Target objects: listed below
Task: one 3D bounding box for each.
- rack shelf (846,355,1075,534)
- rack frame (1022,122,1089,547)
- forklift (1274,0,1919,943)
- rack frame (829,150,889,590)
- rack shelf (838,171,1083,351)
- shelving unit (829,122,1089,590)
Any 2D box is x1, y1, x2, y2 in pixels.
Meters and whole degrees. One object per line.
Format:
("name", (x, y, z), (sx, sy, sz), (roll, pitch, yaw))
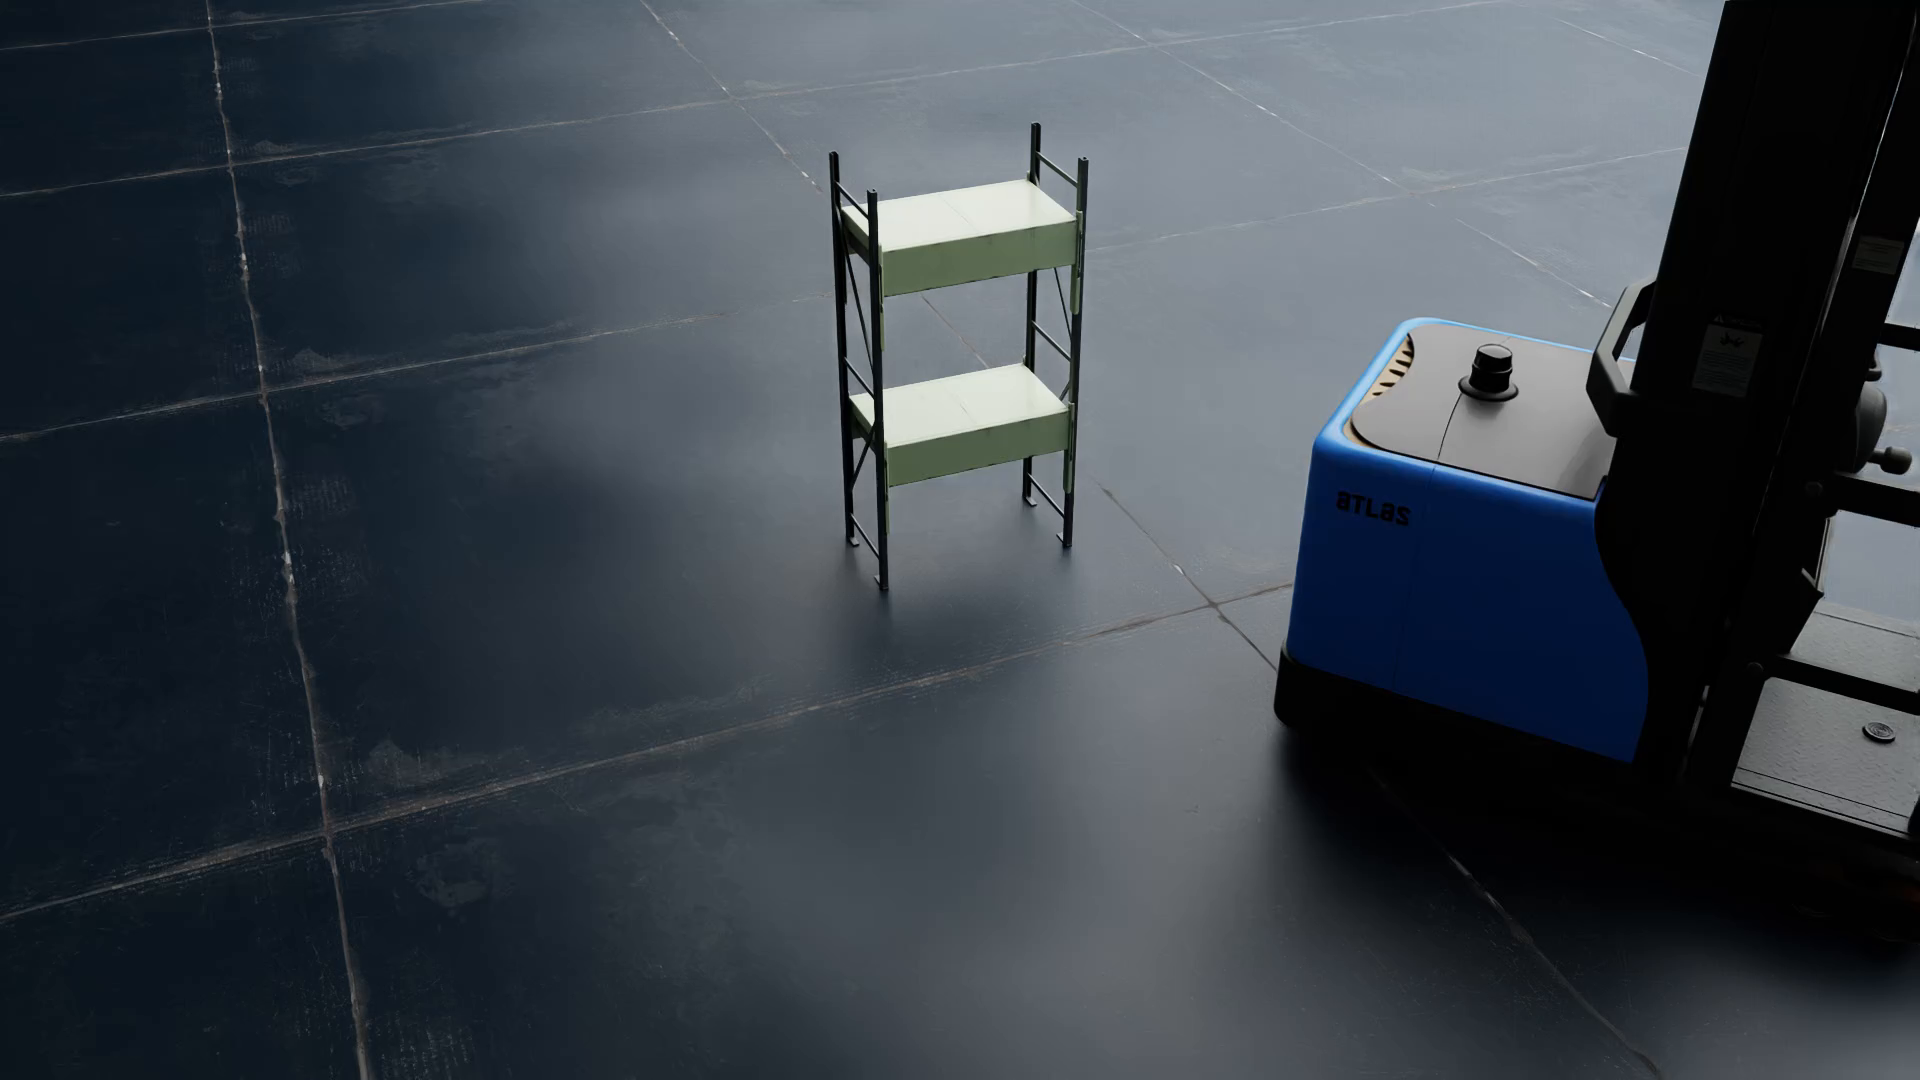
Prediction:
("rack shelf", (-0.006, -0.354, 6.017), (0.720, 0.370, 0.431), (-13, 35, -19))
("rack frame", (0.331, -0.704, 5.958), (0.023, 1.500, 0.400), (-13, 35, -19))
("forklift", (2.542, -0.461, 4.272), (3.031, 2.935, 1.130), (16, 36, 23))
("rack frame", (-0.344, -0.550, 5.720), (0.023, 1.500, 0.400), (-13, 35, -19))
("rack shelf", (-0.006, -0.954, 5.626), (0.720, 0.370, 0.431), (-13, 35, -19))
("shelving unit", (-0.006, -0.627, 5.839), (0.755, 1.500, 0.431), (-13, 35, -19))
